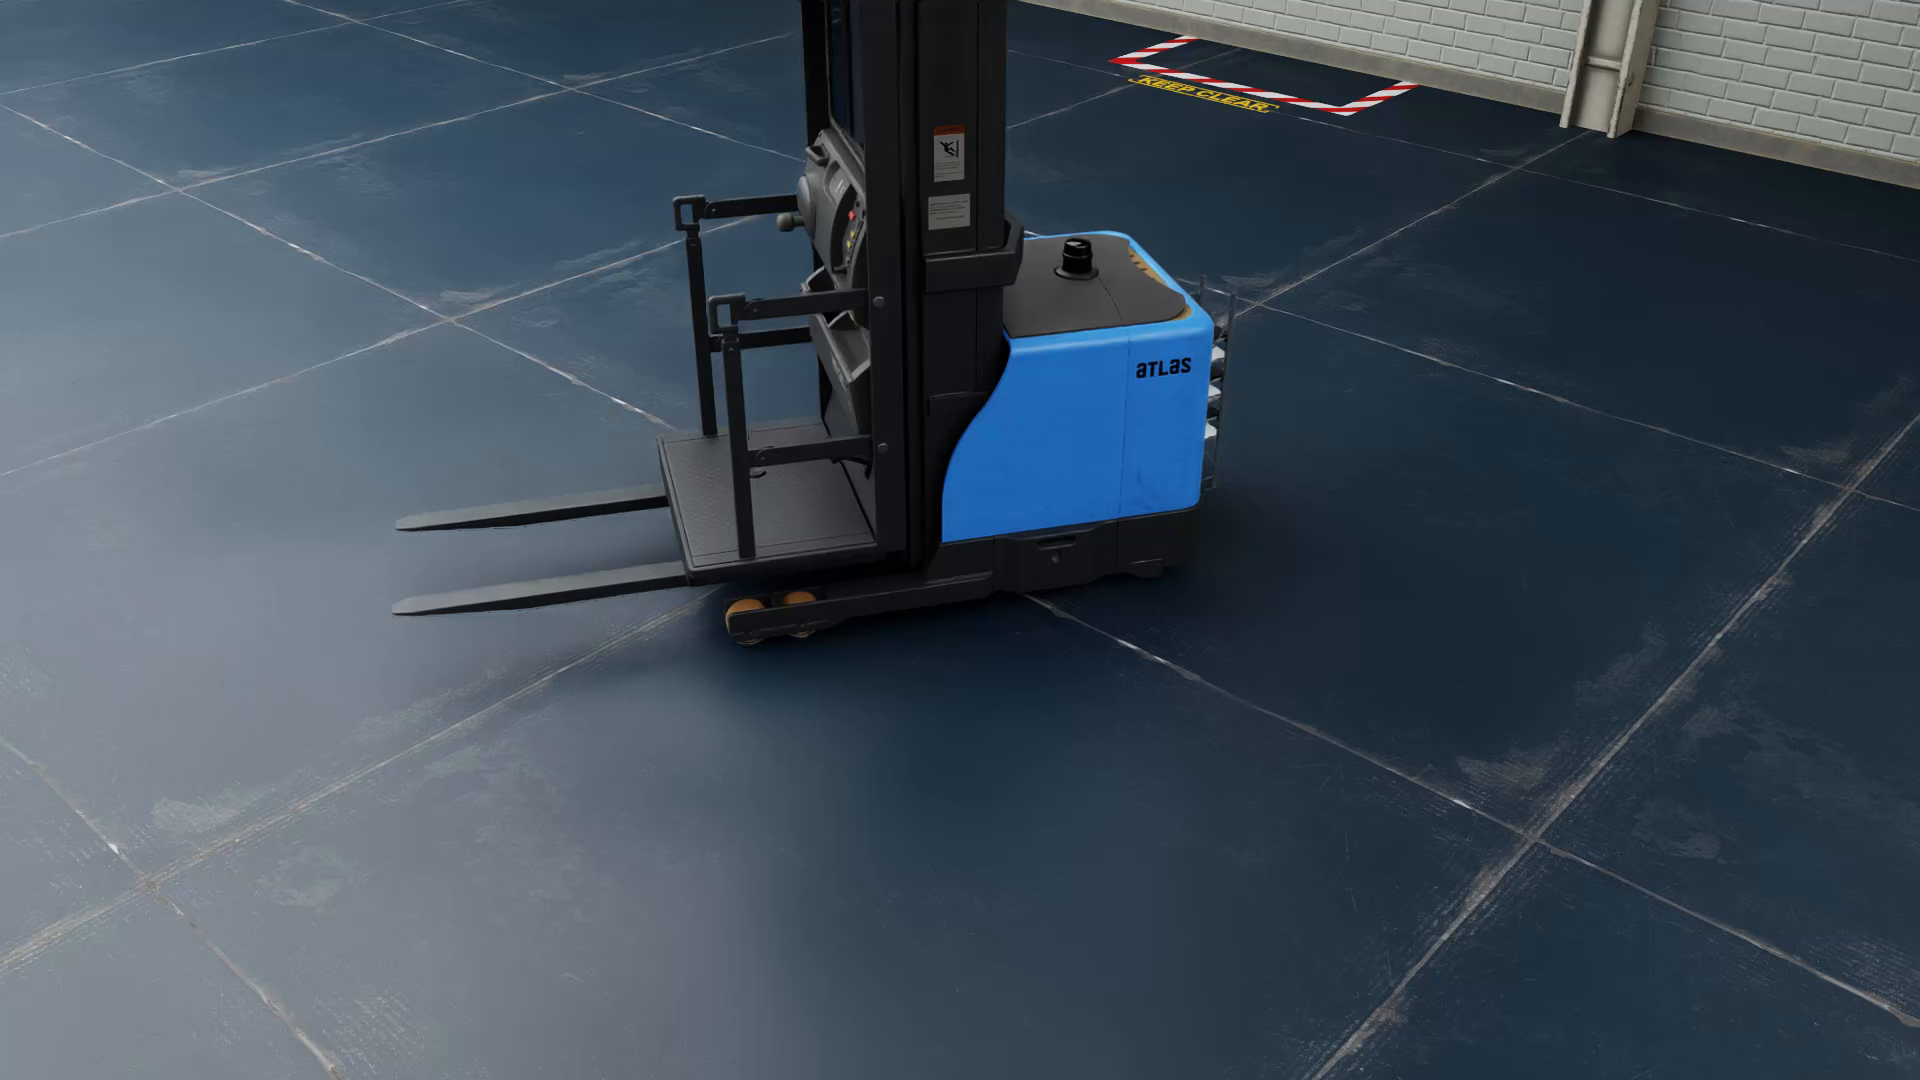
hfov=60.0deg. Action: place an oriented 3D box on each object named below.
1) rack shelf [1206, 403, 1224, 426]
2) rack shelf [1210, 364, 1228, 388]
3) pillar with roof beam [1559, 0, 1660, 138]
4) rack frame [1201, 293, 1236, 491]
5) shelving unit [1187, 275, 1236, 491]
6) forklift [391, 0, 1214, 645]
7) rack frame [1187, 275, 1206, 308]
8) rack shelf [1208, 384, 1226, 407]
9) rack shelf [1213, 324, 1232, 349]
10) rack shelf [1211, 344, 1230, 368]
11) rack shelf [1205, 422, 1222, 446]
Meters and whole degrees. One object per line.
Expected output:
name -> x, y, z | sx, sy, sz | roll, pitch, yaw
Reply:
rack shelf -> 0.942, -0.517, 6.972 | 0.258, 0.077, 0.200 | -16, 36, -25
rack shelf -> 0.944, -0.670, 6.877 | 0.258, 0.077, 0.200 | -16, 36, -25
pillar with roof beam -> 1.506, -5.061, 6.432 | 0.400, 9.000, 9.100 | 25, 39, 35
rack frame -> 0.993, -0.575, 6.832 | 0.240, 0.900, 0.006 | -16, 36, -25
shelving unit -> 0.943, -0.622, 6.907 | 0.258, 0.900, 0.210 | -16, 36, -25
forklift -> -0.636, -1.173, 5.856 | 3.031, 2.935, 1.130 | -8, 32, -13
rack frame -> 0.893, -0.669, 6.982 | 0.240, 0.900, 0.006 | -16, 36, -25
rack shelf -> 0.943, -0.594, 6.925 | 0.258, 0.077, 0.200 | -16, 36, -25
rack shelf -> 0.946, -0.823, 6.783 | 0.258, 0.077, 0.200 | -16, 36, -25
rack shelf -> 0.945, -0.747, 6.830 | 0.258, 0.077, 0.200 | -16, 36, -25
rack shelf -> 0.941, -0.441, 7.020 | 0.258, 0.077, 0.200 | -16, 36, -25
